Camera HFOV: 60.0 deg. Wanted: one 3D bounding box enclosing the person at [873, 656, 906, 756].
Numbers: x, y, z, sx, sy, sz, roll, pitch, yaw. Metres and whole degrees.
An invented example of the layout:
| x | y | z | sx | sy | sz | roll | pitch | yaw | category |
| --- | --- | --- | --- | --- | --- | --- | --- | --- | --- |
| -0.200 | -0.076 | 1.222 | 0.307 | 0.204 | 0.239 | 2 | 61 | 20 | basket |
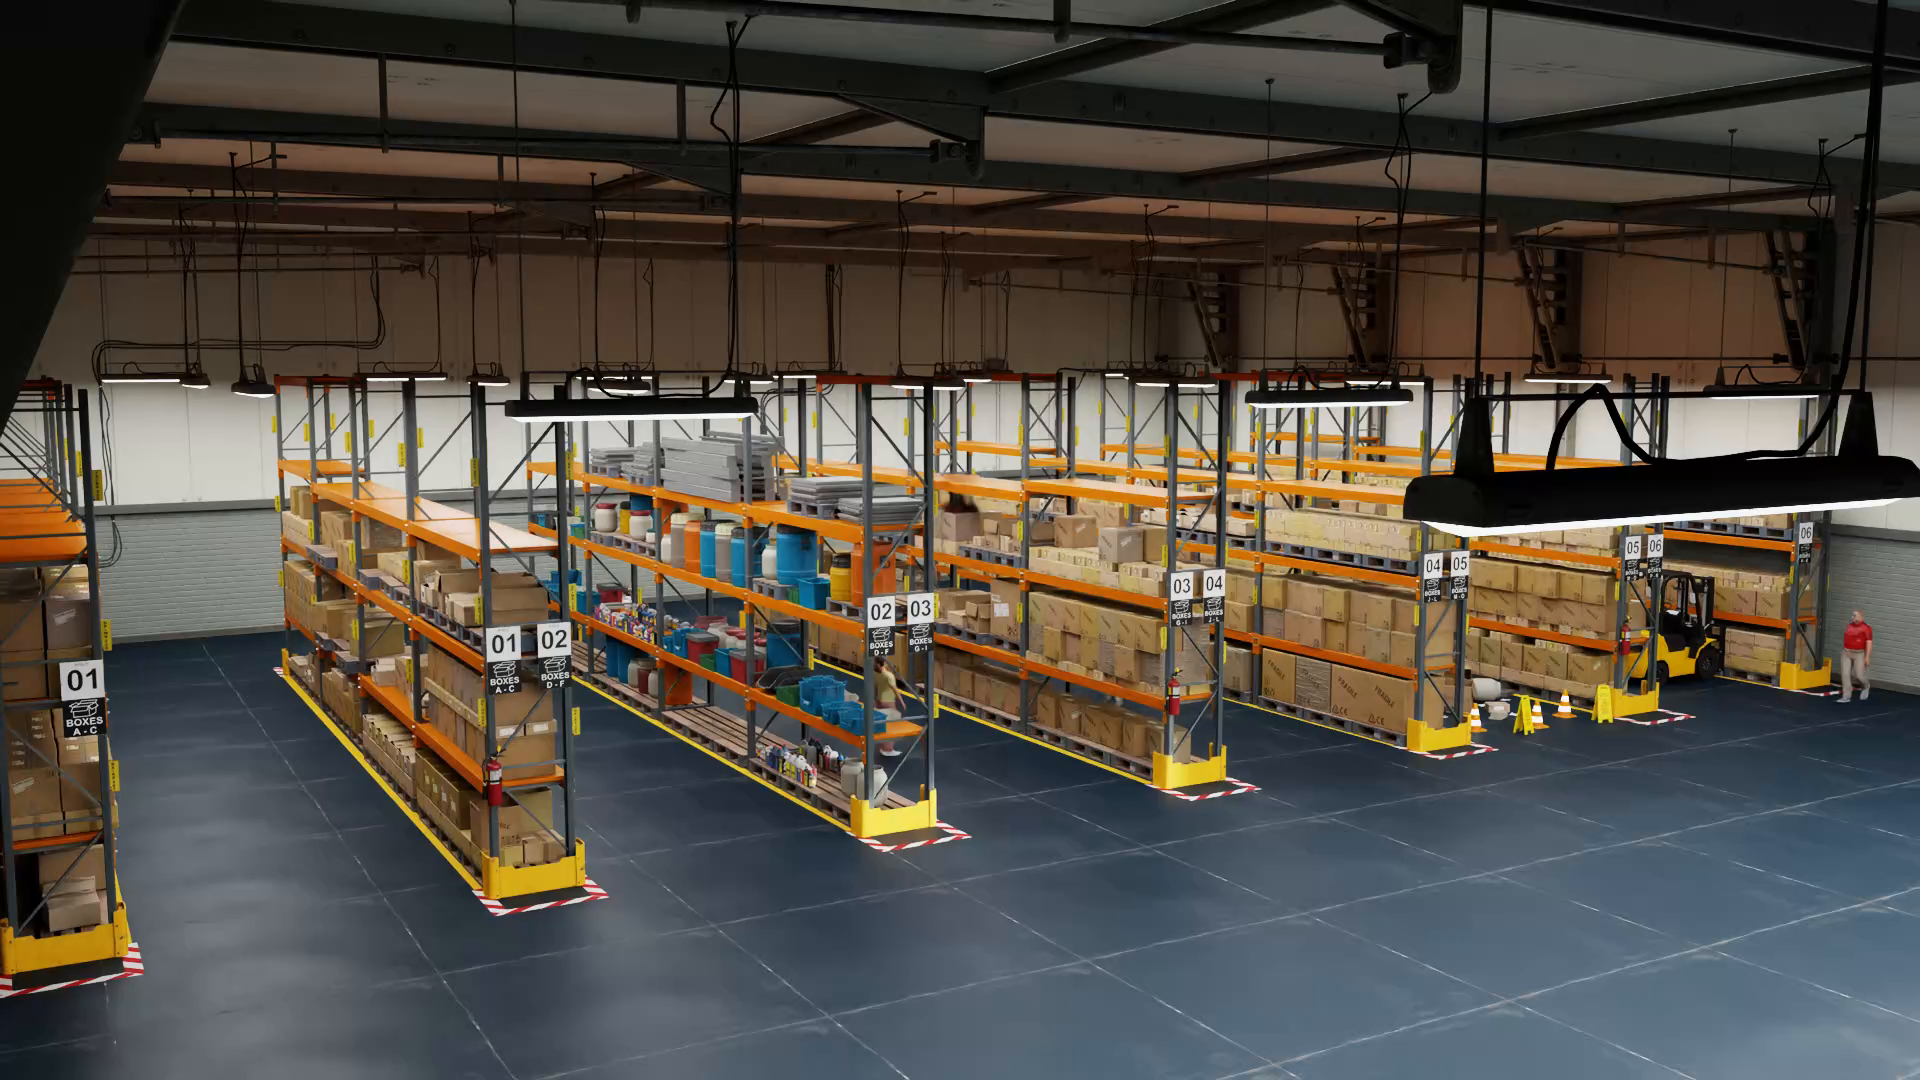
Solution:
| x | y | z | sx | sy | sz | roll | pitch | yaw | category |
| --- | --- | --- | --- | --- | --- | --- | --- | --- | --- |
| -1.141 | 2.621 | 26.366 | 0.507 | 1.709 | 0.482 | -3 | 7 | -24 | person |

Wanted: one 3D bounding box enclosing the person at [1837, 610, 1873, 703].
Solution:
| x | y | z | sx | sy | sz | roll | pitch | yaw | category |
| --- | --- | --- | --- | --- | --- | --- | --- | --- | --- |
| 16.460 | 2.128 | 30.521 | 0.654 | 1.713 | 0.536 | -6 | 8 | -42 | person |

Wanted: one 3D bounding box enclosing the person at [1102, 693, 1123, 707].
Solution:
| x | y | z | sx | sy | sz | roll | pitch | yaw | category |
| --- | --- | --- | --- | --- | --- | --- | --- | --- | --- |
| 2.669 | 2.087 | 29.658 | 0.631 | 1.803 | 0.452 | 6 | 8 | 42 | person |

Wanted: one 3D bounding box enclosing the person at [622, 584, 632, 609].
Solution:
| x | y | z | sx | sy | sz | roll | pitch | yaw | category |
| --- | --- | --- | --- | --- | --- | --- | --- | --- | --- |
| -6.780 | 1.748 | 34.332 | 0.527 | 1.709 | 0.476 | -1 | 6 | -12 | person |
